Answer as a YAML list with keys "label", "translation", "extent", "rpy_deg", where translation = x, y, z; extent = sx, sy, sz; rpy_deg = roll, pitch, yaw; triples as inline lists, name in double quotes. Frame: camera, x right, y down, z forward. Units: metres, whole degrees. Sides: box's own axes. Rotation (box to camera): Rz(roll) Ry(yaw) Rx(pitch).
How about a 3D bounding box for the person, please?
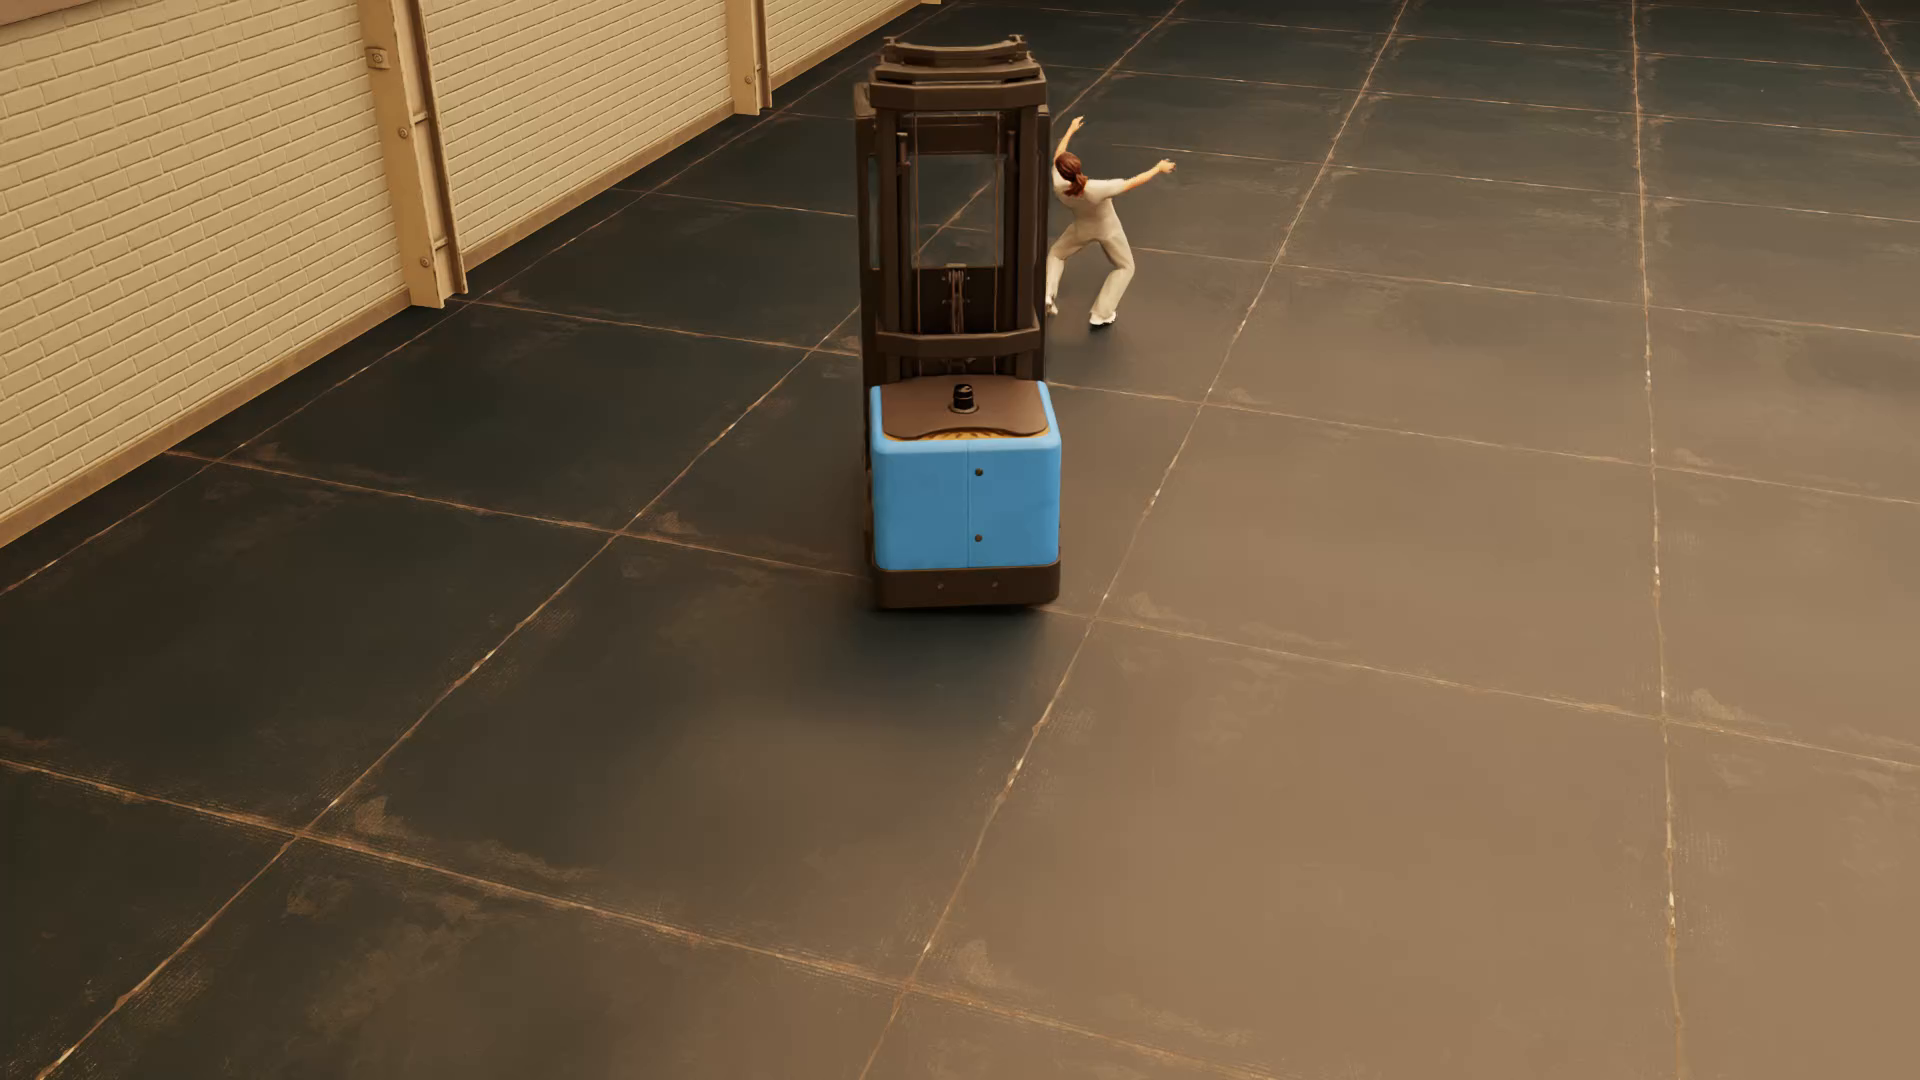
- label: "person"
  translation: [1.100, -2.375, 12.696]
  extent: [0.980, 1.533, 0.654]
  rpy_deg: [8, 31, 13]

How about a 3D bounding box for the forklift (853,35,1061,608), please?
- label: "forklift"
  translation: [-0.057, -1.592, 9.928]
  extent: [1.130, 2.935, 3.031]
  rpy_deg: [-2, 30, -3]
